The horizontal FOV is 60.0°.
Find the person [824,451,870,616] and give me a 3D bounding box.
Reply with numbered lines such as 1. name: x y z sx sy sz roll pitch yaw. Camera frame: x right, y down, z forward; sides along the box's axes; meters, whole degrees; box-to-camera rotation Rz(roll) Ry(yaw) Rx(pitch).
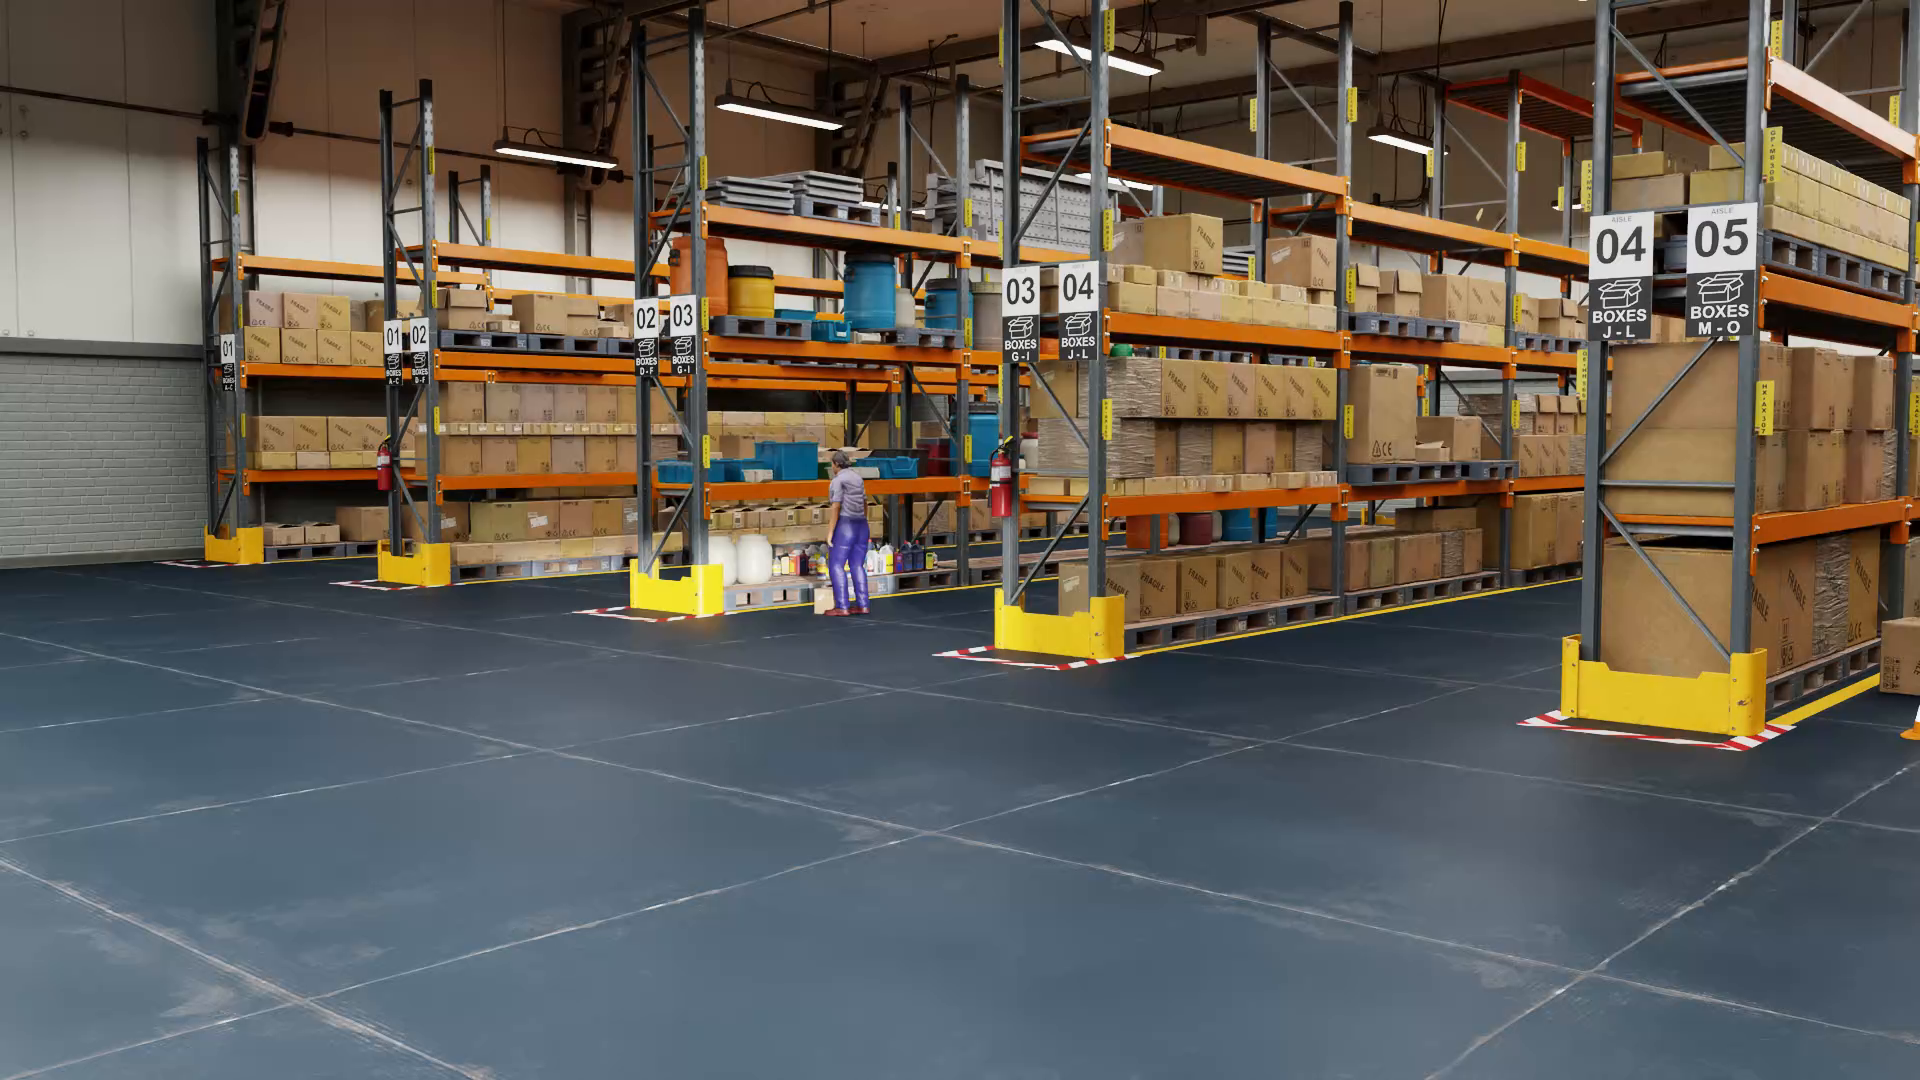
1. person: -1.122 -0.065 16.679 0.375 1.637 0.563 3 5 37
